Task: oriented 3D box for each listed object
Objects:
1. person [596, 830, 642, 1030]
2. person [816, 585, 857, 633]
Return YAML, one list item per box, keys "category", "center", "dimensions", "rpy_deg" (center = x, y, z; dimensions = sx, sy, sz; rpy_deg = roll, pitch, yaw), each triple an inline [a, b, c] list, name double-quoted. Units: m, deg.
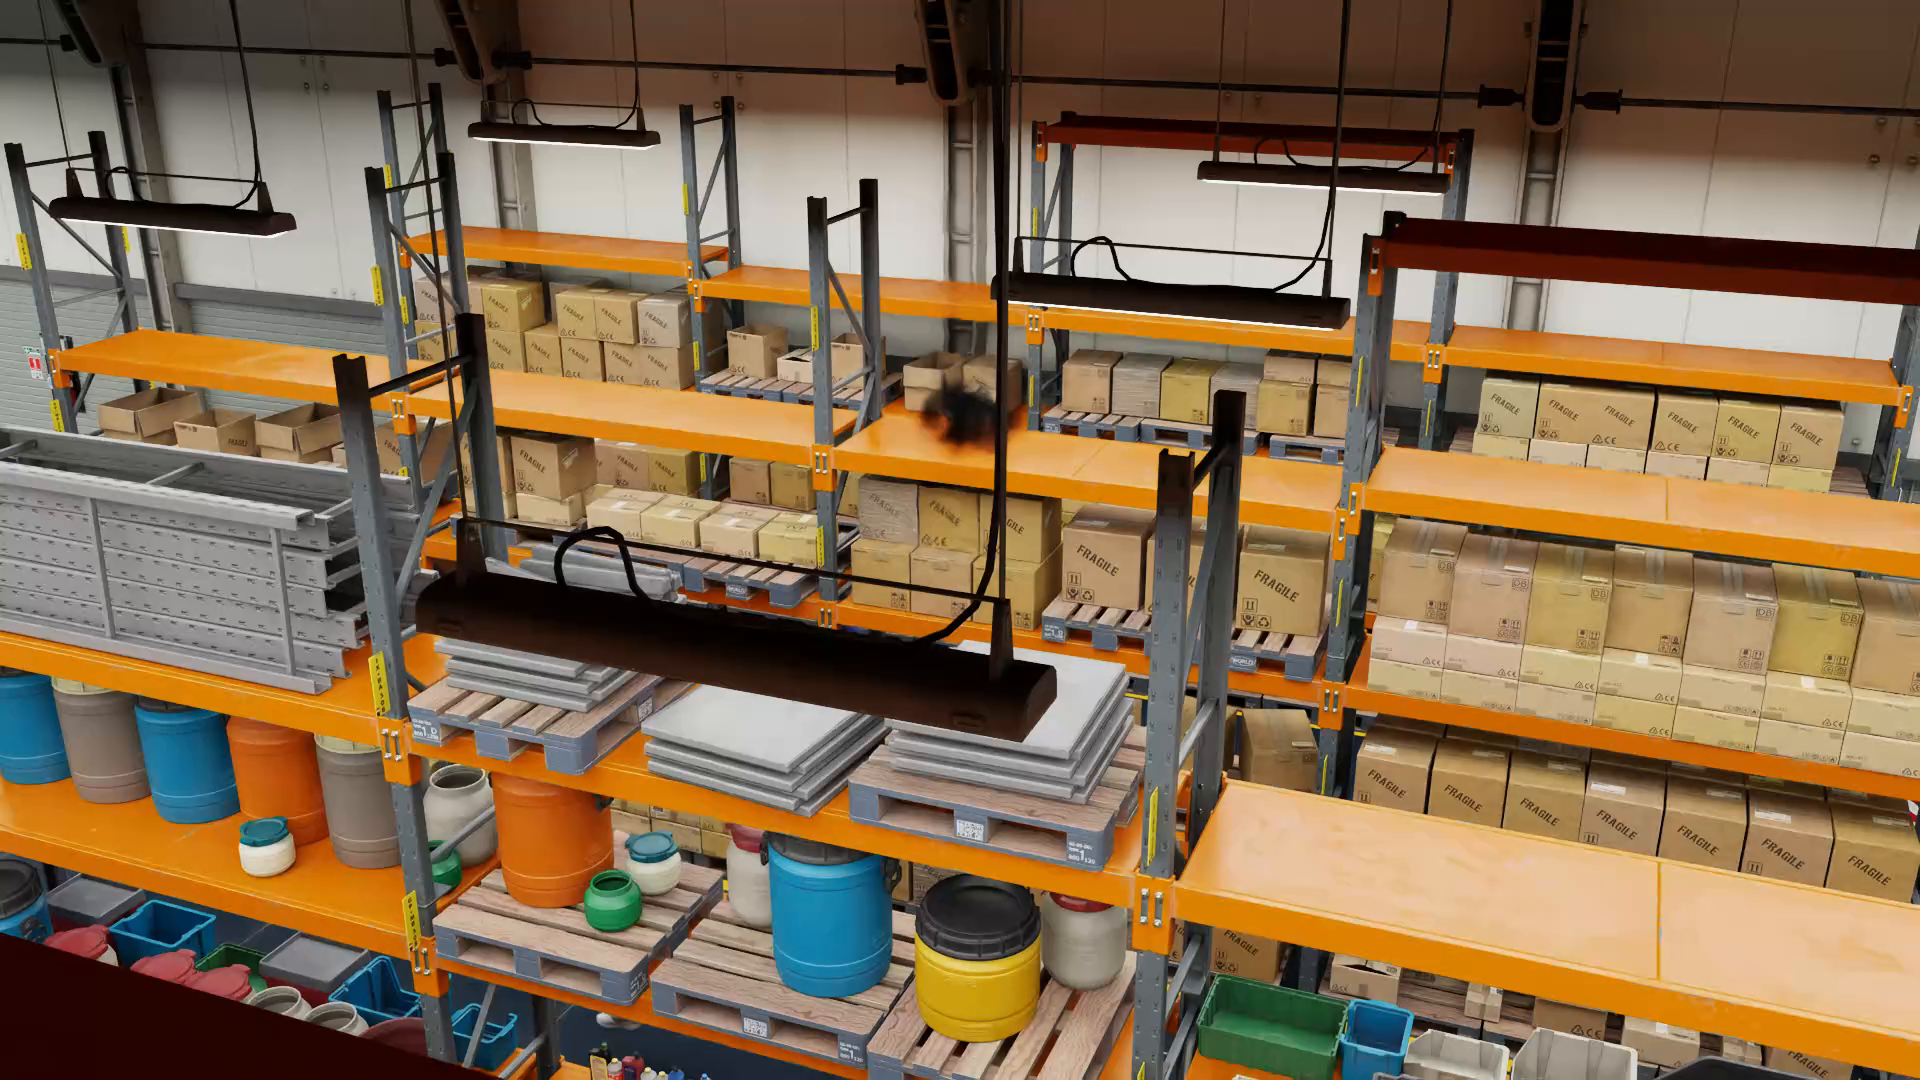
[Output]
- category: "person"
  center: [-2.289, 2.825, 11.797]
  dimensions: [0.897, 1.718, 0.739]
  rpy_deg: [7, 22, 18]
- category: "person"
  center: [-1.124, 1.226, 16.182]
  dimensions: [0.907, 1.675, 0.575]
  rpy_deg: [8, 22, 19]
